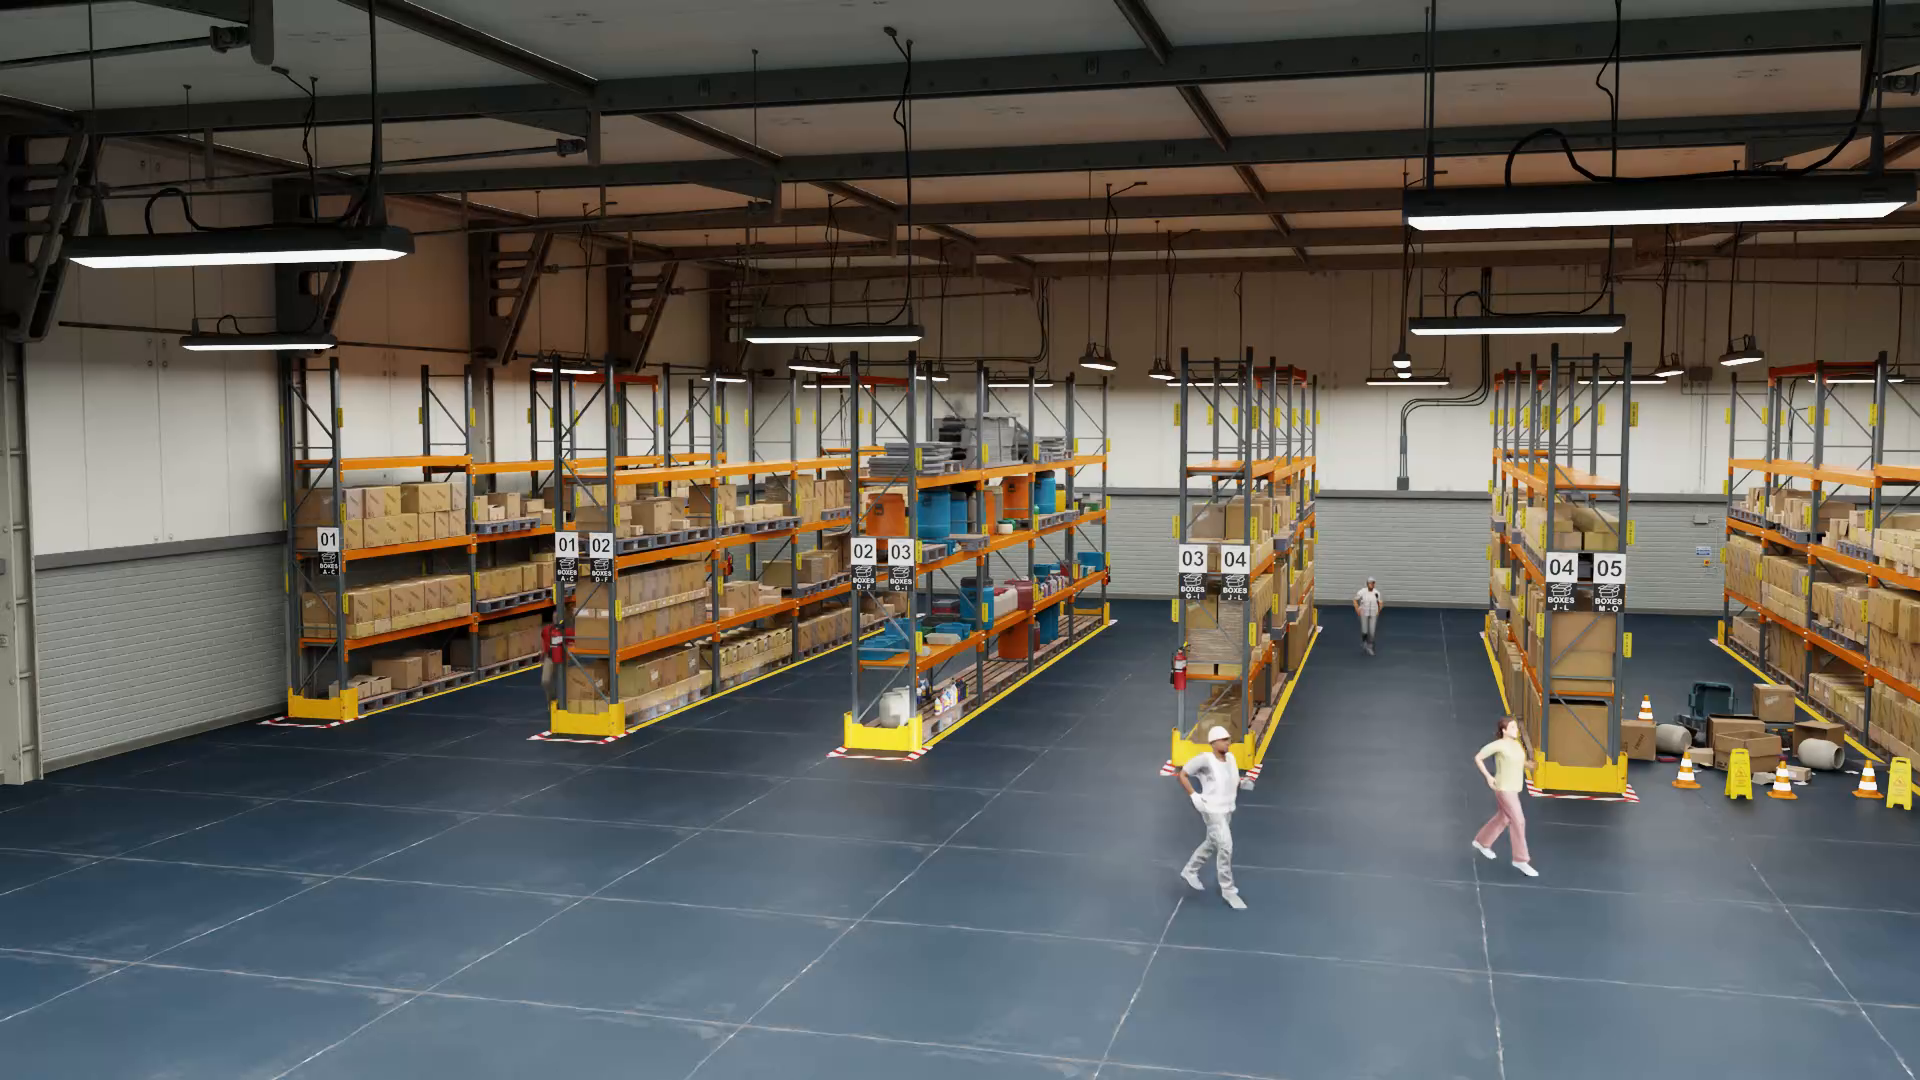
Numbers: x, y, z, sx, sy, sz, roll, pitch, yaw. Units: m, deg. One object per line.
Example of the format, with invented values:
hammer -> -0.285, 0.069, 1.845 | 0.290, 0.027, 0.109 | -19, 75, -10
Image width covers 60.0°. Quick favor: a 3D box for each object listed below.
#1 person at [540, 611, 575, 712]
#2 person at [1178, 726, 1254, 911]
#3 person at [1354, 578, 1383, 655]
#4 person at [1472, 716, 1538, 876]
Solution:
person -> -6.880, 2.073, 28.284 | 0.652, 1.718, 0.653 | 0, 4, 2
person -> 2.656, 2.838, 17.242 | 0.880, 1.836, 0.667 | 4, 6, 41
person -> 8.666, 1.613, 35.236 | 0.610, 1.635, 0.515 | 0, 4, 5
person -> 6.073, 2.799, 18.429 | 0.557, 1.694, 0.851 | -4, 6, -41
